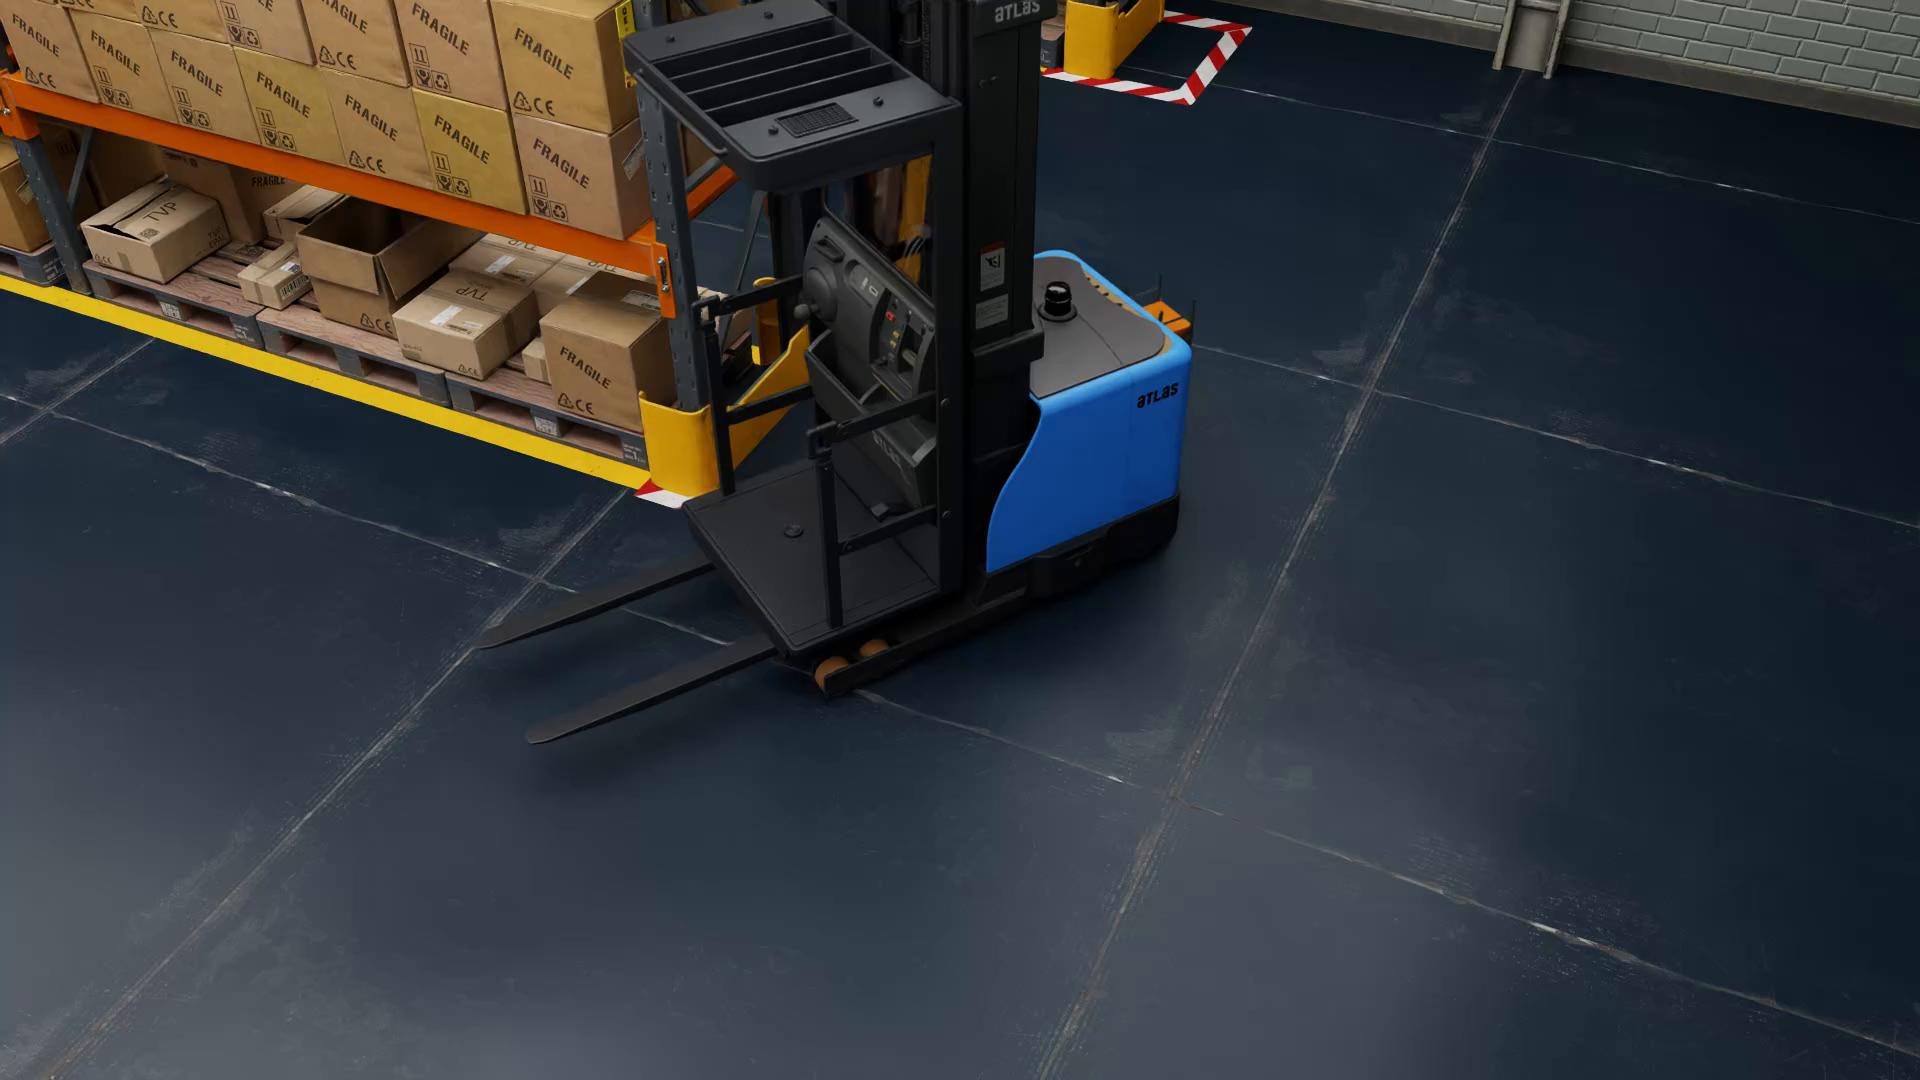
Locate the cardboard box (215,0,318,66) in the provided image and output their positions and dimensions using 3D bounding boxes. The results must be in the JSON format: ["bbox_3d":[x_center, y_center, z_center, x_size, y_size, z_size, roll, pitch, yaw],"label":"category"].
[{"bbox_3d":[-2.943,-2.479,7.364,0.500,0.500,0.500,18,44,20],"label":"cardboard box"}]

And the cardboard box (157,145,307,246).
[{"bbox_3d":[-4.016,-2.021,9.248,0.500,0.500,0.500,17,44,19],"label":"cardboard box"}]

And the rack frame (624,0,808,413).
[{"bbox_3d":[-1.028,-1.681,7.283,0.127,3.000,1.000,17,44,19],"label":"rack frame"}]

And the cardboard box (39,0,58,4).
[{"bbox_3d":[-4.345,-2.907,7.858,0.500,0.500,0.500,18,44,20],"label":"cardboard box"}]

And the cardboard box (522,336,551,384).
[{"bbox_3d":[-1.954,-0.947,8.263,0.250,0.166,0.380,17,44,19],"label":"cardboard box"}]

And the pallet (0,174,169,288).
[{"bbox_3d":[-5.406,-1.938,9.709,1.213,0.211,1.003,17,44,19],"label":"pallet"}]

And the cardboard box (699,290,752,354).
[{"bbox_3d":[-1.262,-1.090,8.442,0.250,0.149,0.380,17,44,19],"label":"cardboard box"}]

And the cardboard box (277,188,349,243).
[{"bbox_3d":[-3.337,-1.742,9.070,0.500,0.311,0.500,17,44,19],"label":"cardboard box"}]

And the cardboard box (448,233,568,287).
[{"bbox_3d":[-2.307,-1.404,8.727,0.500,0.250,0.500,17,44,19],"label":"cardboard box"}]

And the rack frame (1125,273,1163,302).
[{"bbox_3d":[0.817,-0.757,7.705,0.200,1.050,0.008,-22,46,-23],"label":"rack frame"}]

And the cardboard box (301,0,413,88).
[{"bbox_3d":[-2.477,-2.337,7.200,0.500,0.500,0.500,18,44,20],"label":"cardboard box"}]

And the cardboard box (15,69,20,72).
[{"bbox_3d":[-5.476,-2.430,9.720,0.500,0.500,0.500,18,44,19],"label":"cardboard box"}]

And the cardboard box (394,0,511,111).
[{"bbox_3d":[-2.005,-2.196,7.038,0.500,0.500,0.500,18,44,20],"label":"cardboard box"}]

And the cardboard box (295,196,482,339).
[{"bbox_3d":[-2.948,-1.495,8.638,0.637,0.503,0.797,17,44,19],"label":"cardboard box"}]

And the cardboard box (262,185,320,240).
[{"bbox_3d":[-3.651,-1.820,9.284,0.250,0.149,0.380,17,44,19],"label":"cardboard box"}]

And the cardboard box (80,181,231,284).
[{"bbox_3d":[-4.364,-1.694,9.016,0.500,0.311,0.500,17,44,19],"label":"cardboard box"}]

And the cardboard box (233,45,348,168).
[{"bbox_3d":[-2.927,-2.104,7.695,0.500,0.500,0.500,16,44,18],"label":"cardboard box"}]

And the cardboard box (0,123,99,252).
[{"bbox_3d":[-5.221,-1.977,9.197,0.500,0.500,0.500,17,44,18],"label":"cardboard box"}]

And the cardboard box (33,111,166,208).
[{"bbox_3d":[-4.988,-2.289,9.557,0.500,0.500,0.500,15,43,17],"label":"cardboard box"}]

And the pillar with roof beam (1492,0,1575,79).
[{"bbox_3d":[2.056,-4.100,5.494,0.400,9.000,9.100,17,44,19],"label":"pillar with roof beam"}]

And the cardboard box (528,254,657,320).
[{"bbox_3d":[-1.854,-1.266,8.568,0.500,0.250,0.500,17,44,19],"label":"cardboard box"}]

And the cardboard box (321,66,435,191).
[{"bbox_3d":[-2.470,-1.964,7.534,0.500,0.500,0.500,17,44,19],"label":"cardboard box"}]

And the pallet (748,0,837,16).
[{"bbox_3d":[-0.796,-4.082,12.183,1.213,0.211,1.003,17,44,19],"label":"pallet"}]

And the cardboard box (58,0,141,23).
[{"bbox_3d":[-3.877,-2.764,7.693,0.500,0.500,0.500,16,43,17],"label":"cardboard box"}]

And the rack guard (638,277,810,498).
[{"bbox_3d":[-1.097,-0.758,8.126,0.348,0.500,1.175,17,44,19],"label":"rack guard"}]

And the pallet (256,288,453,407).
[{"bbox_3d":[-2.921,-1.207,8.866,1.213,0.211,1.003,17,44,19],"label":"pallet"}]

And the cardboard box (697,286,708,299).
[{"bbox_3d":[-1.488,-1.166,8.516,0.250,0.166,0.380,17,44,19],"label":"cardboard box"}]

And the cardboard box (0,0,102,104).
[{"bbox_3d":[-4.306,-2.524,8.179,0.500,0.500,0.500,18,44,20],"label":"cardboard box"}]

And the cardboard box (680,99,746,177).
[{"bbox_3d":[-1.318,-1.998,7.573,0.500,0.500,0.500,18,44,20],"label":"cardboard box"}]

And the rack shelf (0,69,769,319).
[{"bbox_3d":[-2.840,-1.963,8.158,4.000,0.370,1.077,17,44,19],"label":"rack shelf"}]

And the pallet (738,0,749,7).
[{"bbox_3d":[-1.906,-4.419,12.572,1.213,0.211,1.003,17,44,19],"label":"pallet"}]

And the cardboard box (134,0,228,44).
[{"bbox_3d":[-3.411,-2.622,7.529,0.500,0.500,0.500,16,43,17],"label":"cardboard box"}]

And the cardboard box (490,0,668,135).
[{"bbox_3d":[-1.547,-2.057,6.877,0.500,0.500,0.500,17,44,18],"label":"cardboard box"}]

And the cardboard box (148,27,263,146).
[{"bbox_3d":[-3.388,-2.244,7.856,0.500,0.500,0.500,17,44,18],"label":"cardboard box"}]

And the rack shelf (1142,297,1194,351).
[{"bbox_3d":[0.881,-0.895,7.448,0.215,0.259,0.240,-22,46,-23],"label":"rack shelf"}]

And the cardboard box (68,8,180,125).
[{"bbox_3d":[-3.841,-2.384,8.018,0.500,0.500,0.500,18,44,19],"label":"cardboard box"}]

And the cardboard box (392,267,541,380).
[{"bbox_3d":[-2.473,-1.094,8.369,0.500,0.250,0.500,17,44,19],"label":"cardboard box"}]

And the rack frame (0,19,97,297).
[{"bbox_3d":[-4.653,-2.789,8.561,0.127,3.000,1.000,17,44,19],"label":"rack frame"}]

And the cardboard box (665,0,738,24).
[{"bbox_3d":[-1.318,-2.376,7.245,0.500,0.500,0.500,18,44,20],"label":"cardboard box"}]

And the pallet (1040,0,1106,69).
[{"bbox_3d":[0.306,-3.744,11.792,1.213,0.211,1.003,17,44,19],"label":"pallet"}]

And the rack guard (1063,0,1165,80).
[{"bbox_3d":[1.085,-3.671,11.488,0.348,0.500,1.175,17,44,19],"label":"rack guard"}]

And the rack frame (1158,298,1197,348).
[{"bbox_3d":[0.945,-0.621,7.548,0.200,1.050,0.008,-22,46,-23],"label":"rack frame"}]

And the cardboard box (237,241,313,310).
[{"bbox_3d":[-3.576,-1.406,8.793,0.250,0.166,0.380,17,44,19],"label":"cardboard box"}]

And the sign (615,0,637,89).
[{"bbox_3d":[-1.280,-1.914,6.427,0.005,0.325,0.100,17,44,19],"label":"sign"}]

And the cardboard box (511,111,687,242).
[{"bbox_3d":[-1.549,-1.681,7.207,0.500,0.500,0.500,18,44,20],"label":"cardboard box"}]

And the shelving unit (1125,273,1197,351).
[{"bbox_3d":[0.881,-0.689,7.627,0.215,1.050,0.252,-22,46,-23],"label":"shelving unit"}]

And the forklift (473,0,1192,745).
[{"bbox_3d":[-0.536,-0.860,6.388,3.031,2.935,1.130,-22,46,-23],"label":"forklift"}]

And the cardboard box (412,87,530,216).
[{"bbox_3d":[-2.020,-1.823,7.371,0.500,0.500,0.500,17,44,19],"label":"cardboard box"}]

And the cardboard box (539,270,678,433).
[{"bbox_3d":[-1.625,-0.907,7.963,0.500,0.500,0.500,17,44,19],"label":"cardboard box"}]

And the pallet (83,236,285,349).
[{"bbox_3d":[-4.031,-1.544,9.255,1.213,0.211,1.003,17,44,19],"label":"pallet"}]

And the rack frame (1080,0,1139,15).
[{"bbox_3d":[1.063,-4.622,10.677,0.127,3.000,1.000,17,44,19],"label":"rack frame"}]

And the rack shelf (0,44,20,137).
[{"bbox_3d":[-6.465,-3.071,9.436,4.000,0.370,1.077,17,44,19],"label":"rack shelf"}]

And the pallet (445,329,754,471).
[{"bbox_3d":[-1.819,-0.869,8.475,1.213,0.211,1.003,17,44,19],"label":"pallet"}]
